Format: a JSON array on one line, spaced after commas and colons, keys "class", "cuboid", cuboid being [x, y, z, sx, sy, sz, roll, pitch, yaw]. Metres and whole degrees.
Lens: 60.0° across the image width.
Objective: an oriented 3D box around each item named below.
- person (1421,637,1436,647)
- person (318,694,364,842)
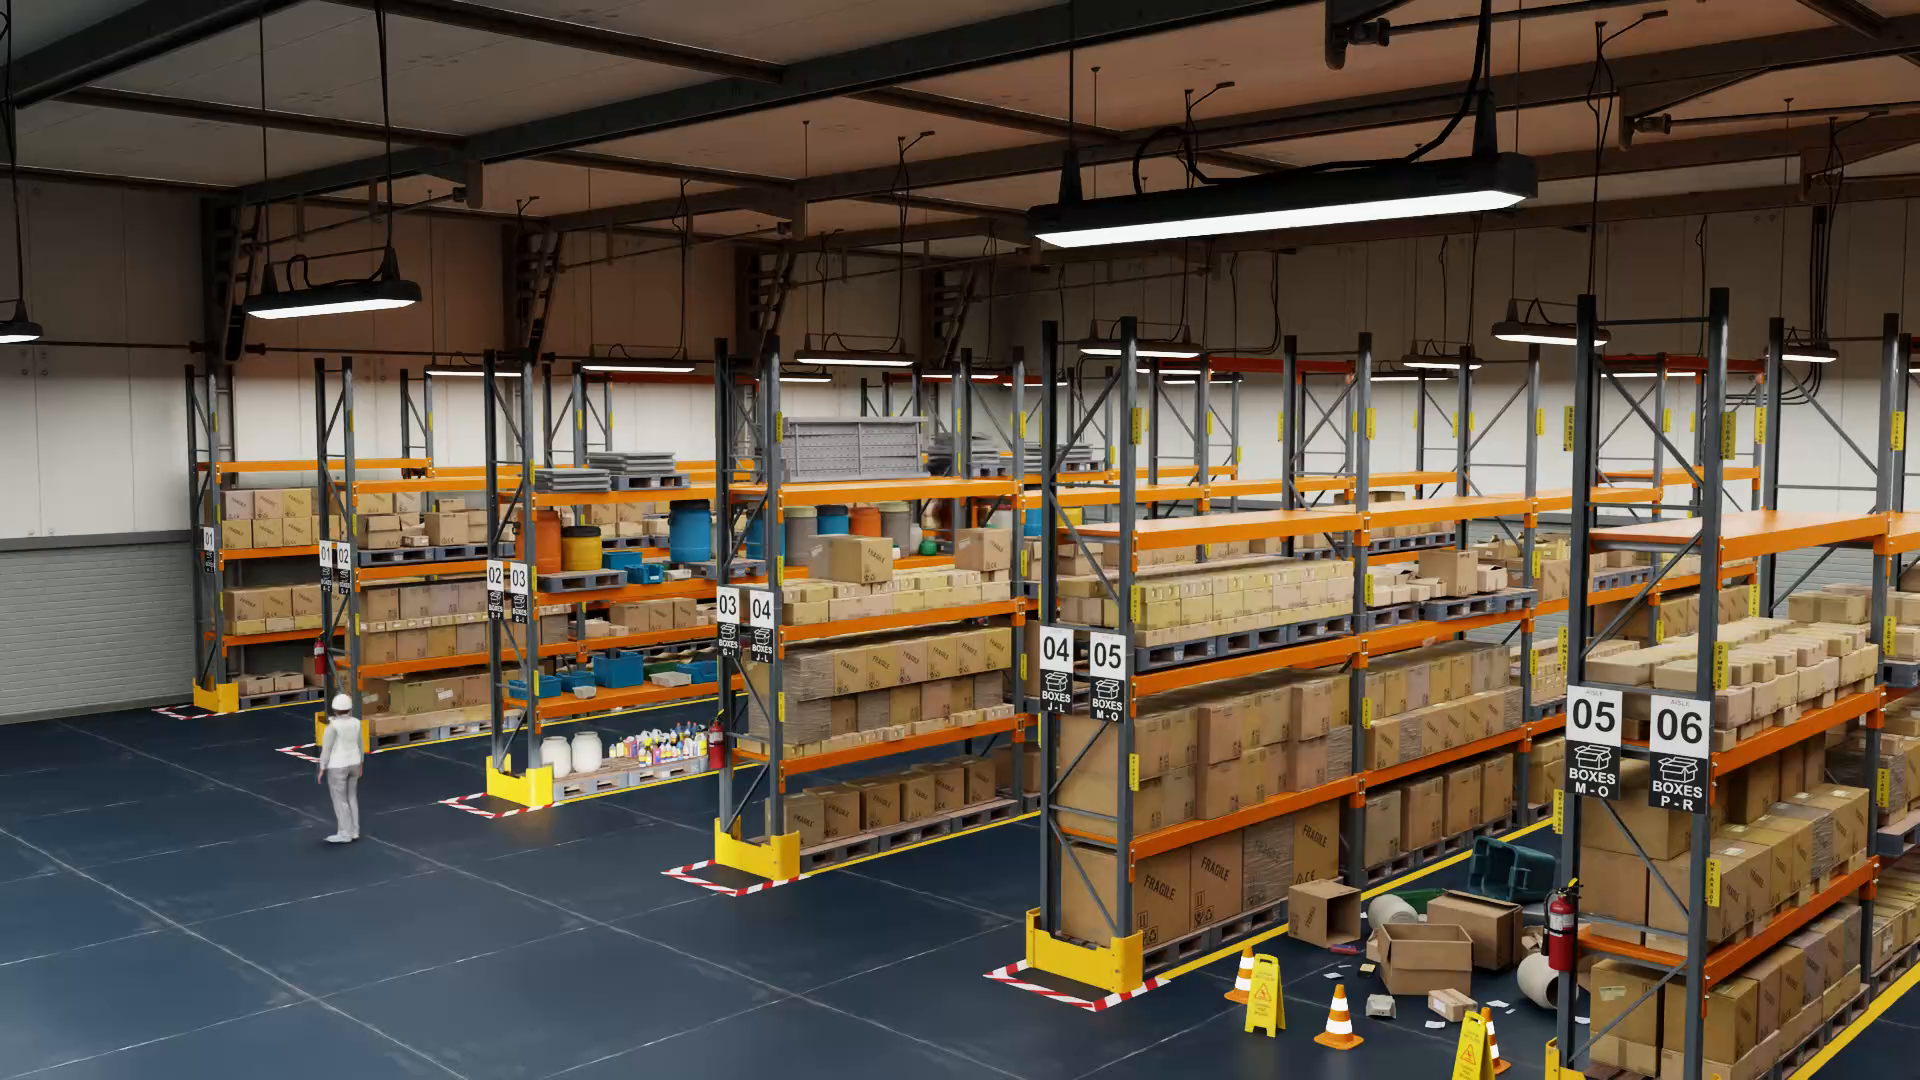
[{"class": "person", "cuboid": [7.322, 2.305, 26.092, 0.901, 1.636, 0.639, -4, 6, -40]}, {"class": "person", "cuboid": [-7.452, 2.752, 20.047, 0.388, 1.805, 0.578, 2, 5, 24]}]
